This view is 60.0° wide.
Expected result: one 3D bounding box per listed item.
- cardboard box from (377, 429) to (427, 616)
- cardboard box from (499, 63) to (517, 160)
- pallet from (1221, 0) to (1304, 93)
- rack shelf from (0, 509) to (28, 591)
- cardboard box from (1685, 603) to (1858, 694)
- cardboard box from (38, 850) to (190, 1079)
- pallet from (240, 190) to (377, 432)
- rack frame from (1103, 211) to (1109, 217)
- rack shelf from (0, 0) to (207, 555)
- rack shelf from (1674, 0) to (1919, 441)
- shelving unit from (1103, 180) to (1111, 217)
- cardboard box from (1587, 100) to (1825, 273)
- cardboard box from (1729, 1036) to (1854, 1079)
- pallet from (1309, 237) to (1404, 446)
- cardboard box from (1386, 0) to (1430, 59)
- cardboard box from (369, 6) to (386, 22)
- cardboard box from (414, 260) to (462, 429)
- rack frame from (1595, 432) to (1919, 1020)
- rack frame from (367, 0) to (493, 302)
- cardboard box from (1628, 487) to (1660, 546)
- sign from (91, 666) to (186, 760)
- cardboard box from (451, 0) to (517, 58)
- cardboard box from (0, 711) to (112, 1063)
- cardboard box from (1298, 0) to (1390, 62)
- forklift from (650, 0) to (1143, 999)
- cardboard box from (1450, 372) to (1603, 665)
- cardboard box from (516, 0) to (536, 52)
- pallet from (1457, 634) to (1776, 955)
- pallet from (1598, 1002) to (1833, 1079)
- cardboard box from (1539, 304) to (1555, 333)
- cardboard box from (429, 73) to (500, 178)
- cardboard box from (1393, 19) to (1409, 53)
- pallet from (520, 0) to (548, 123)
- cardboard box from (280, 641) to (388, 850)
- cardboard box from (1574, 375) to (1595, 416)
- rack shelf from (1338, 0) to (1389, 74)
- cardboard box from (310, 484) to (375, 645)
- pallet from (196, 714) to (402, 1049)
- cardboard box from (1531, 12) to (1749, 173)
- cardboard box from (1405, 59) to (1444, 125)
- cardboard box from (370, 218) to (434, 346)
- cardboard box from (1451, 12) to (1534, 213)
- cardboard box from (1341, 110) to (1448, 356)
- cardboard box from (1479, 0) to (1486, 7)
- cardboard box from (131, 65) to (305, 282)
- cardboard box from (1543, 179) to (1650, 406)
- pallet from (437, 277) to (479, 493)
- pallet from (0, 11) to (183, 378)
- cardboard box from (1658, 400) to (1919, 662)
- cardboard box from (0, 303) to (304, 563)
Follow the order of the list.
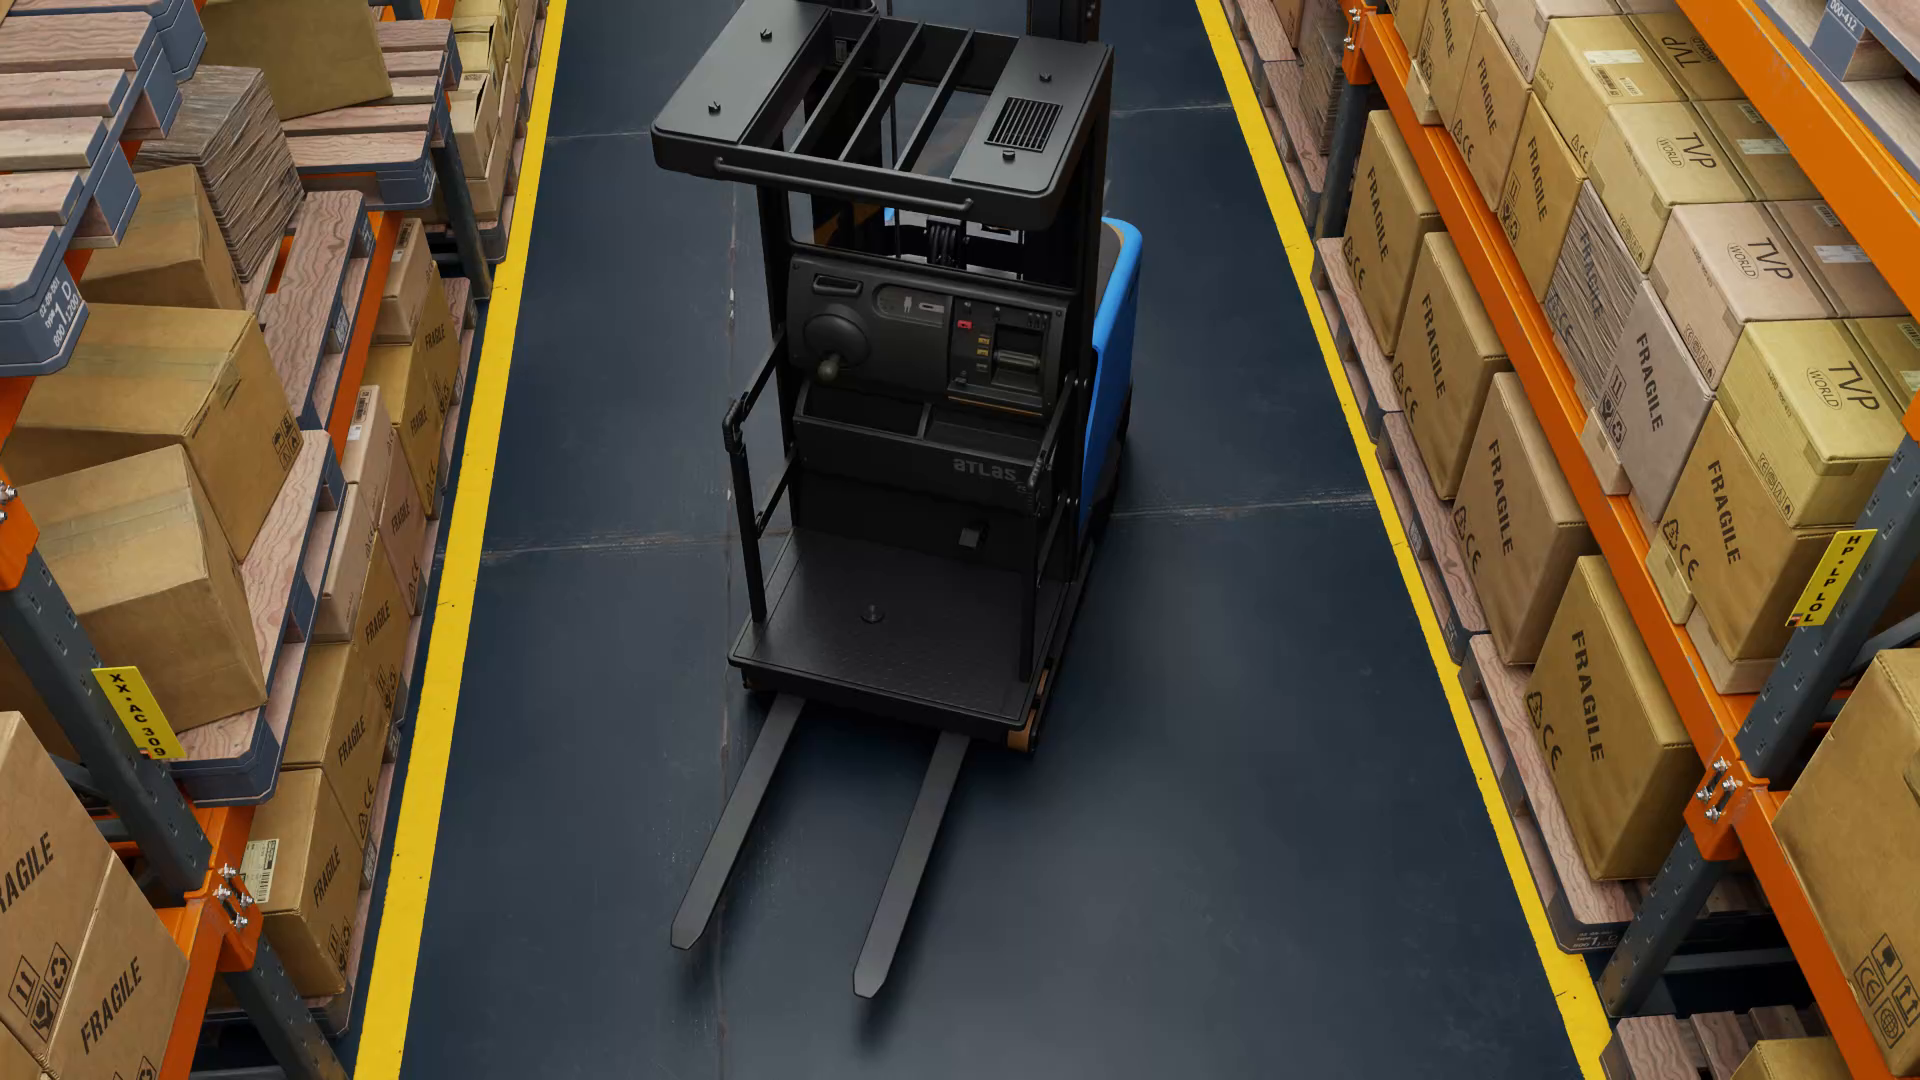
[{"bbox_3d":[-2.306,-0.043,6.144,0.500,0.500,0.500,-5,47,-5],"label":"cardboard box"},{"bbox_3d":[-2.505,-2.127,8.303,0.500,0.250,0.500,-5,47,-4],"label":"cardboard box"},{"bbox_3d":[2.062,-2.959,9.407,1.003,0.211,1.213,-3,47,-3],"label":"pallet"},{"bbox_3d":[-2.209,1.389,1.798,1.077,0.370,4.000,-3,47,-3],"label":"rack shelf"},{"bbox_3d":[2.249,0.275,4.583,0.380,0.149,0.250,-3,47,-3],"label":"cardboard box"},{"bbox_3d":[-2.079,1.038,3.632,0.500,0.500,0.500,-3,47,-3],"label":"cardboard box"},{"bbox_3d":[-2.544,-0.695,5.474,1.003,0.211,1.213,-3,47,-3],"label":"pallet"},{"bbox_3d":[0.463,-1.241,7.918,0.240,0.006,1.200,12,48,11],"label":"rack frame"},{"bbox_3d":[-2.544,-1.505,4.539,1.077,0.370,4.000,-3,47,-3],"label":"rack shelf"},{"bbox_3d":[2.392,-1.809,4.826,1.077,0.370,4.000,-3,47,-3],"label":"rack shelf"},{"bbox_3d":[0.463,-1.304,7.852,0.258,0.189,1.200,12,48,11],"label":"shelving unit"},{"bbox_3d":[2.190,-1.041,4.866,0.500,0.250,0.500,-3,47,-3],"label":"cardboard box"},{"bbox_3d":[2.520,1.685,4.521,0.700,0.500,0.500,-3,47,-3],"label":"cardboard box"},{"bbox_3d":[2.216,-0.938,7.493,1.003,0.211,1.213,-3,47,-3],"label":"pallet"},{"bbox_3d":[2.010,-2.248,6.526,0.500,0.500,0.500,-2,47,-2],"label":"cardboard box"},{"bbox_3d":[-2.698,-2.403,7.021,0.500,0.311,0.500,-1,47,-1],"label":"cardboard box"},{"bbox_3d":[-2.399,-0.797,6.858,0.500,0.500,0.500,-2,47,-2],"label":"cardboard box"},{"bbox_3d":[2.560,0.423,4.284,1.000,3.000,0.127,-3,47,-3],"label":"rack frame"},{"bbox_3d":[-2.711,-2.168,6.737,1.000,3.000,0.127,-3,47,-3],"label":"rack frame"},{"bbox_3d":[2.228,-0.097,4.935,0.380,0.149,0.250,-2,47,-2],"label":"cardboard box"},{"bbox_3d":[-1.836,0.390,3.718,0.100,0.325,0.005,-3,47,-3],"label":"sign"},{"bbox_3d":[-2.555,-2.705,8.464,0.500,0.311,0.500,-5,47,-4],"label":"cardboard box"},{"bbox_3d":[-2.076,0.698,3.265,0.500,0.500,0.500,-3,47,-3],"label":"cardboard box"},{"bbox_3d":[2.185,-2.661,8.623,0.700,0.500,0.500,-4,47,-3],"label":"cardboard box"},{"bbox_3d":[-0.174,-0.568,5.269,1.130,2.935,3.031,12,48,11],"label":"forklift"},{"bbox_3d":[2.298,-0.088,5.959,0.750,0.750,0.750,-2,47,-2],"label":"cardboard box"},{"bbox_3d":[-2.597,-2.874,9.010,0.500,0.250,0.500,-3,47,-2],"label":"cardboard box"},{"bbox_3d":[2.420,0.828,5.821,1.003,0.211,1.213,-3,47,-3],"label":"pallet"},{"bbox_3d":[2.545,1.936,4.771,1.003,0.211,1.213,-3,47,-3],"label":"pallet"},{"bbox_3d":[2.176,-0.840,5.639,0.380,0.149,0.250,-2,47,-2],"label":"cardboard box"},{"bbox_3d":[-2.462,-1.956,7.755,0.500,0.311,0.500,-2,47,-2],"label":"cardboard box"},{"bbox_3d":[2.022,-2.140,6.870,0.380,0.149,0.250,-4,47,-4],"label":"cardboard box"},{"bbox_3d":[-2.840,-2.688,9.150,1.003,0.211,1.213,-3,47,-3],"label":"pallet"},{"bbox_3d":[-2.230,0.685,5.454,0.500,0.500,0.500,-3,47,-3],"label":"cardboard box"},{"bbox_3d":[2.193,-0.465,5.284,0.380,0.149,0.250,-3,47,-3],"label":"cardboard box"},{"bbox_3d":[2.057,-3.671,8.656,1.077,0.370,4.000,-3,47,-3],"label":"rack shelf"},{"bbox_3d":[-2.258,0.088,5.502,0.500,0.250,0.500,-3,47,-3],"label":"cardboard box"},{"bbox_3d":[-2.482,1.099,5.564,1.003,0.211,1.213,-3,47,-3],"label":"pallet"},{"bbox_3d":[2.146,-1.410,5.215,0.500,0.250,0.500,-4,47,-4],"label":"cardboard box"},{"bbox_3d":[1.972,-1.759,6.510,0.380,0.149,0.250,-2,47,-2],"label":"cardboard box"},{"bbox_3d":[-2.390,-1.014,6.547,0.500,0.250,0.500,-2,47,-2],"label":"cardboard box"},{"bbox_3d":[2.085,-1.509,5.826,0.500,0.500,0.500,-4,47,-3],"label":"cardboard box"},{"bbox_3d":[2.156,-1.337,7.141,0.750,0.750,0.750,-4,47,-4],"label":"cardboard box"},{"bbox_3d":[2.052,-2.140,5.907,0.500,0.250,0.500,-4,47,-4],"label":"cardboard box"},{"bbox_3d":[-2.660,-1.224,5.486,0.700,0.500,0.500,4,47,4],"label":"cardboard box"},{"bbox_3d":[2.184,-0.772,5.128,0.500,0.500,0.500,-3,47,-3],"label":"cardboard box"},{"bbox_3d":[-2.686,-0.666,7.236,1.003,0.211,1.213,-3,47,-3],"label":"pallet"},{"bbox_3d":[-2.361,-0.717,3.426,1.213,0.211,1.003,-3,47,-3],"label":"pallet"},{"bbox_3d":[2.270,-0.040,4.434,0.500,0.500,0.500,-4,47,-4],"label":"cardboard box"},{"bbox_3d":[-2.314,-0.302,4.612,0.700,0.500,0.500,3,47,3],"label":"cardboard box"}]
